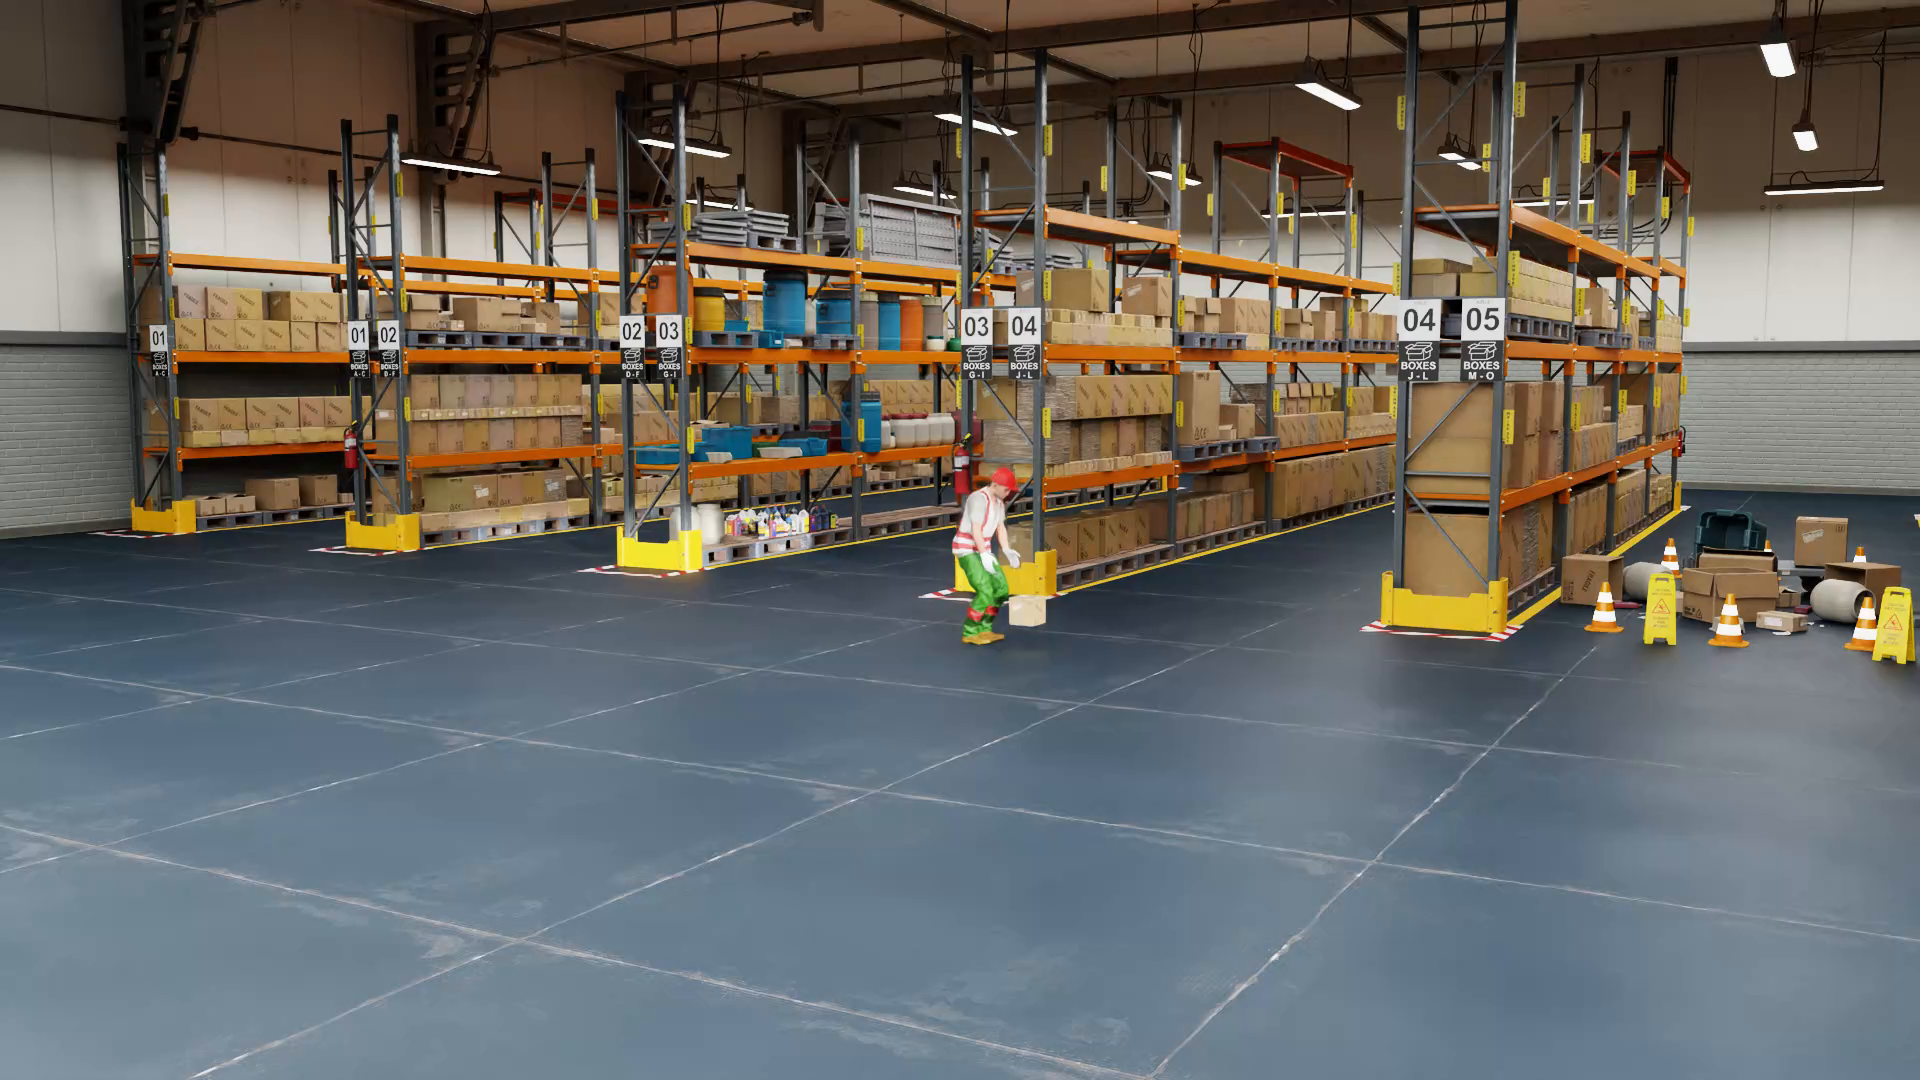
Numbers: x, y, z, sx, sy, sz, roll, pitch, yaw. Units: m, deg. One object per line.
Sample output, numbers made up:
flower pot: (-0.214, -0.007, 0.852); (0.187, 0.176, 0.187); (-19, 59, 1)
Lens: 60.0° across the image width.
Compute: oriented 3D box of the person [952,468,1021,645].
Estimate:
person: (0.256, 0.137, 15.428); (0.602, 1.627, 0.568); (3, 7, 29)
